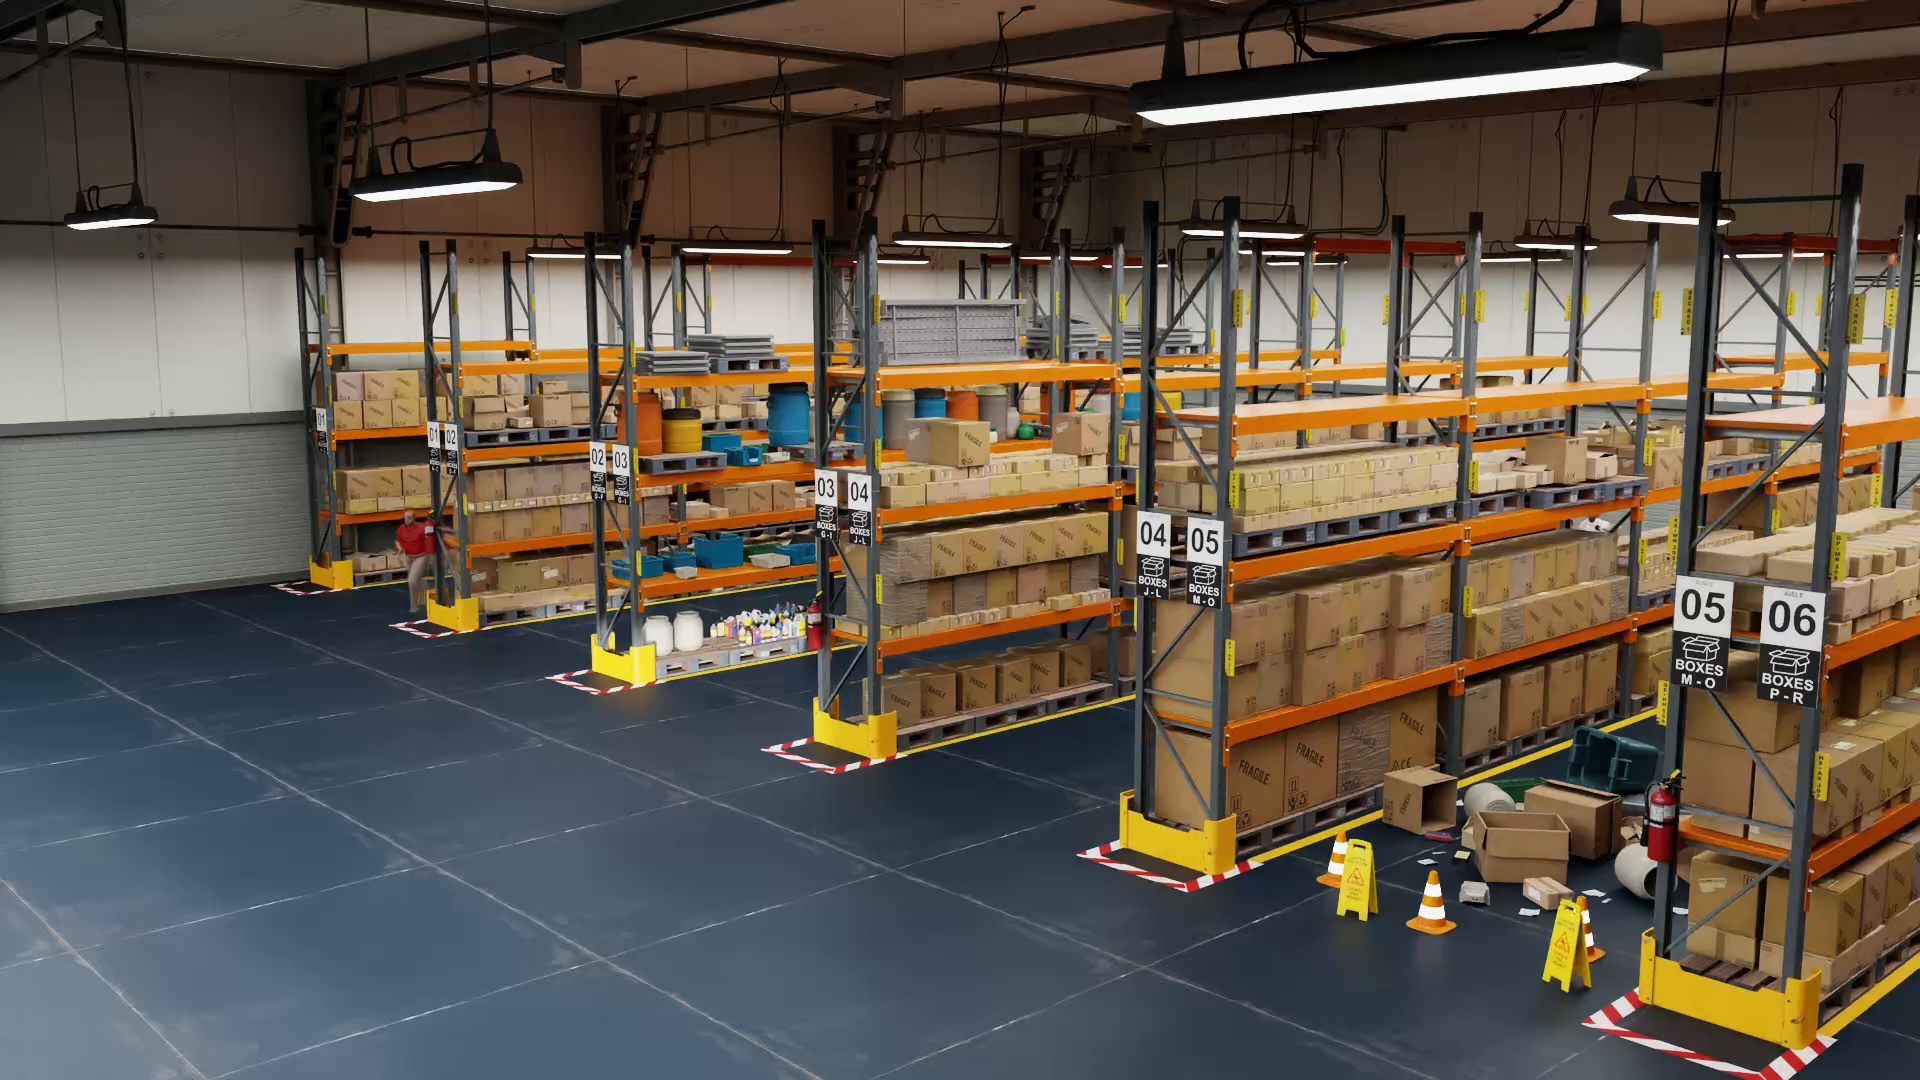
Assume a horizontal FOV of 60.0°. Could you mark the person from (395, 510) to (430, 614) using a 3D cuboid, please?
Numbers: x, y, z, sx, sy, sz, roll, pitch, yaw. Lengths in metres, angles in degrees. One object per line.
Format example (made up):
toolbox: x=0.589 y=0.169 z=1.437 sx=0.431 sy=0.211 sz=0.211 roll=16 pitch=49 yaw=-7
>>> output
person: x=-8.917 y=0.352 z=27.401 sx=0.640 sy=1.753 sz=0.900 roll=3 pitch=9 yaw=22

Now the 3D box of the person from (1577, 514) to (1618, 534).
person: x=10.599 y=0.251 z=27.825 sx=0.885 sy=1.689 sz=0.611 roll=-6 pitch=11 yaw=-37
